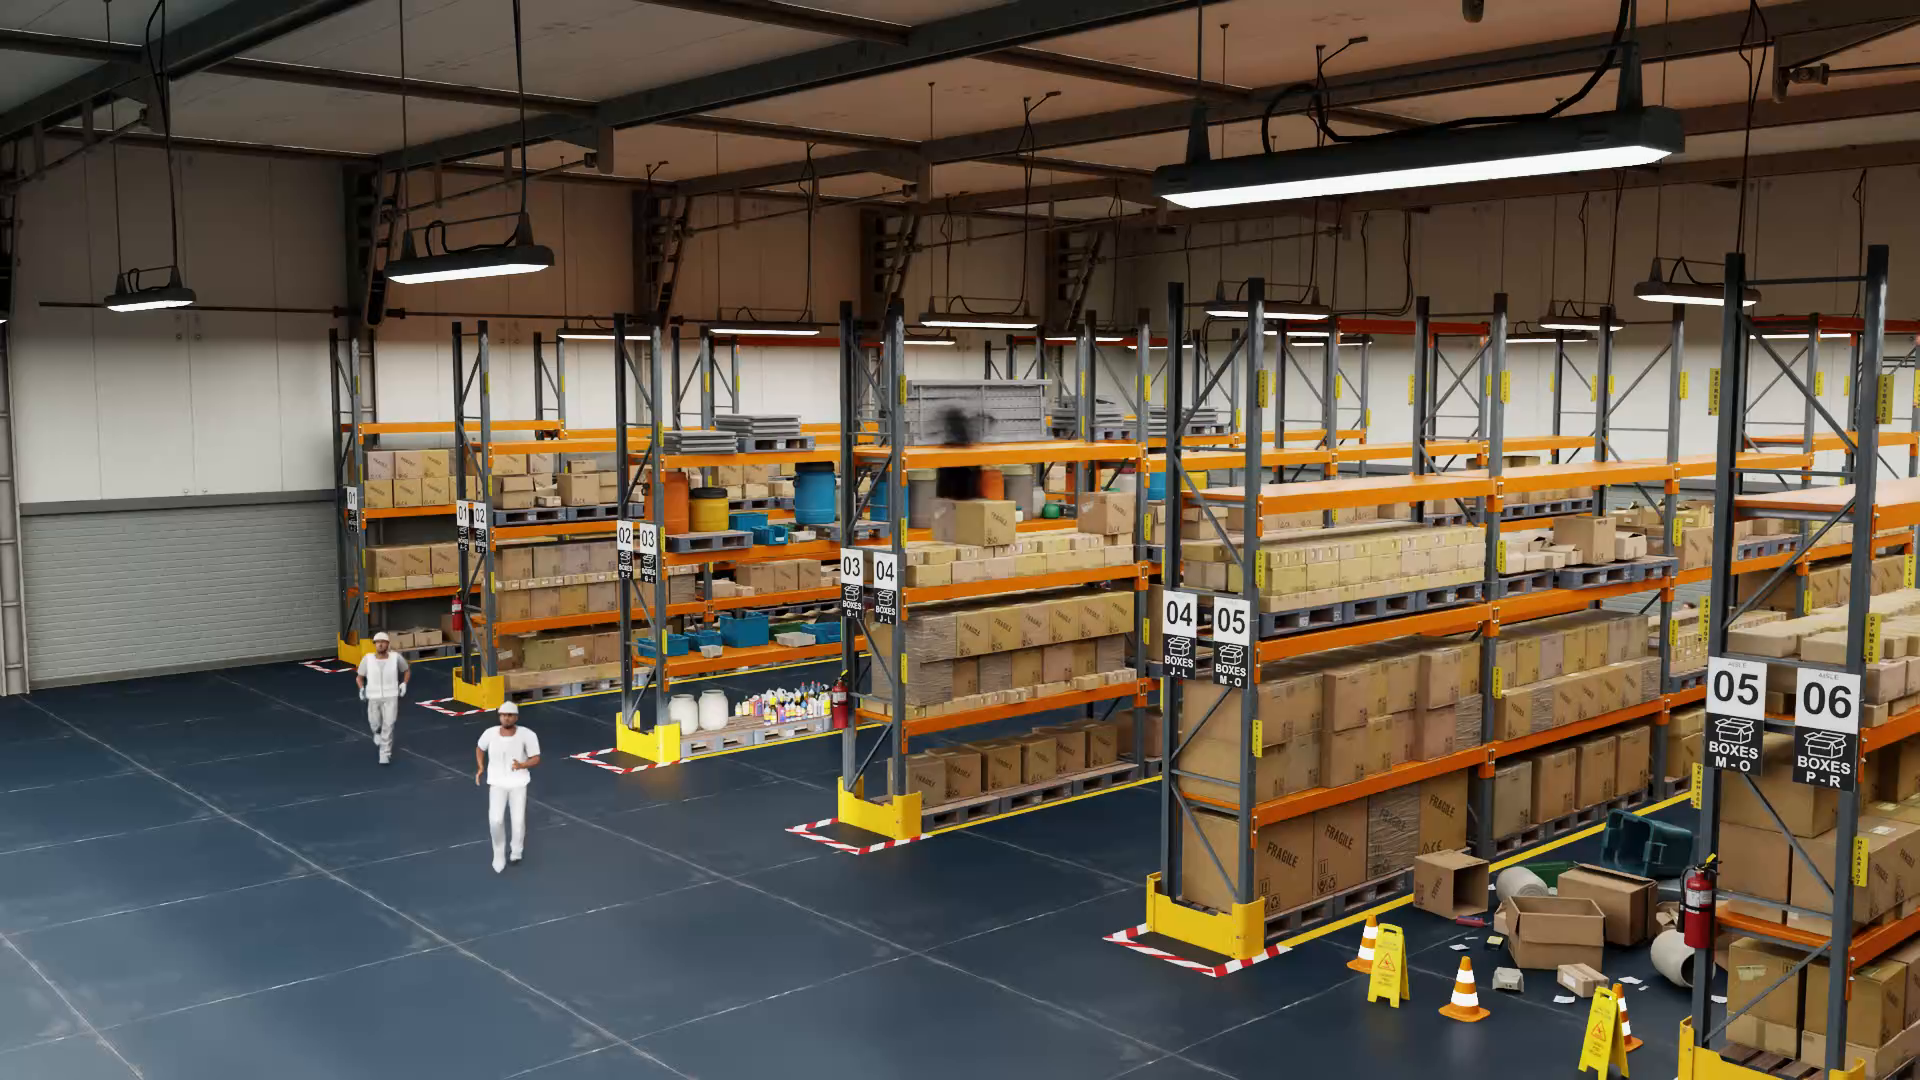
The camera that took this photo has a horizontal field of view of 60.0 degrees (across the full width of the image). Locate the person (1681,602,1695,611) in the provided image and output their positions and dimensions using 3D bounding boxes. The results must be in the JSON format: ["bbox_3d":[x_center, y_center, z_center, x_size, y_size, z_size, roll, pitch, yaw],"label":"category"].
[{"bbox_3d":[11.323,1.794,25.737,0.836,1.700,0.564,-4,7,-32],"label":"person"}]

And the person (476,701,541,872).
[{"bbox_3d":[-4.728,2.576,17.392,0.677,1.782,0.710,-1,6,-10],"label":"person"}]

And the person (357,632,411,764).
[{"bbox_3d":[-7.741,2.107,22.334,0.677,1.744,0.761,-2,6,-17],"label":"person"}]
